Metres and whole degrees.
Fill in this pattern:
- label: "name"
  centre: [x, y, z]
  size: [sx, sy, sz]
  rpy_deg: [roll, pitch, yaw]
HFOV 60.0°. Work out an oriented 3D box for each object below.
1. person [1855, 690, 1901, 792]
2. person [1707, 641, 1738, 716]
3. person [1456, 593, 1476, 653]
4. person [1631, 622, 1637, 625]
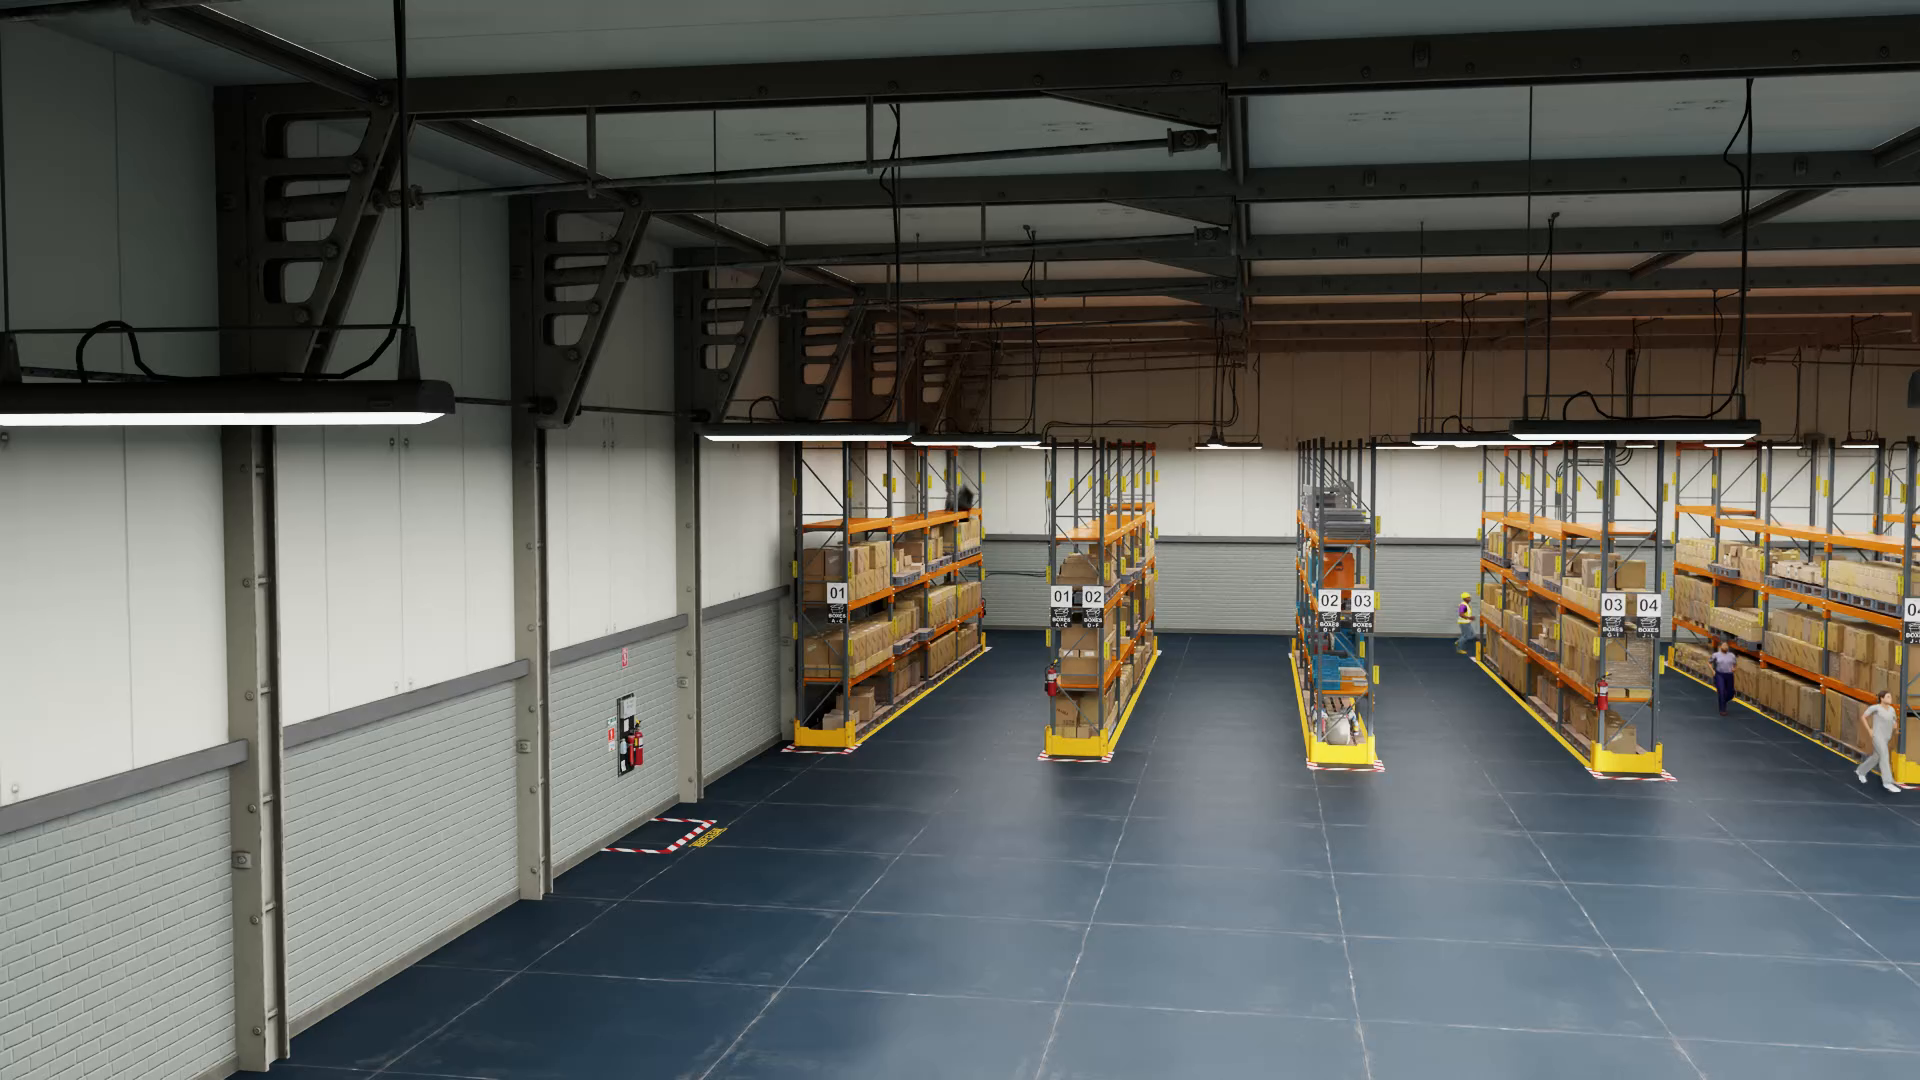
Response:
- label: "person"
  centre: [15.674, 3.377, 28.303]
  size: [0.561, 1.673, 0.930]
  rpy_deg: [-1, 3, -20]
- label: "person"
  centre: [16.622, 3.002, 36.221]
  size: [0.618, 1.606, 0.739]
  rpy_deg: [0, 3, 9]
- label: "person"
  centre: [14.362, 2.358, 47.143]
  size: [0.577, 1.723, 0.698]
  rpy_deg: [2, 4, 32]
- label: "person"
  centre: [17.832, 2.512, 44.251]
  size: [0.725, 1.724, 0.661]
  rpy_deg: [1, 3, 19]
